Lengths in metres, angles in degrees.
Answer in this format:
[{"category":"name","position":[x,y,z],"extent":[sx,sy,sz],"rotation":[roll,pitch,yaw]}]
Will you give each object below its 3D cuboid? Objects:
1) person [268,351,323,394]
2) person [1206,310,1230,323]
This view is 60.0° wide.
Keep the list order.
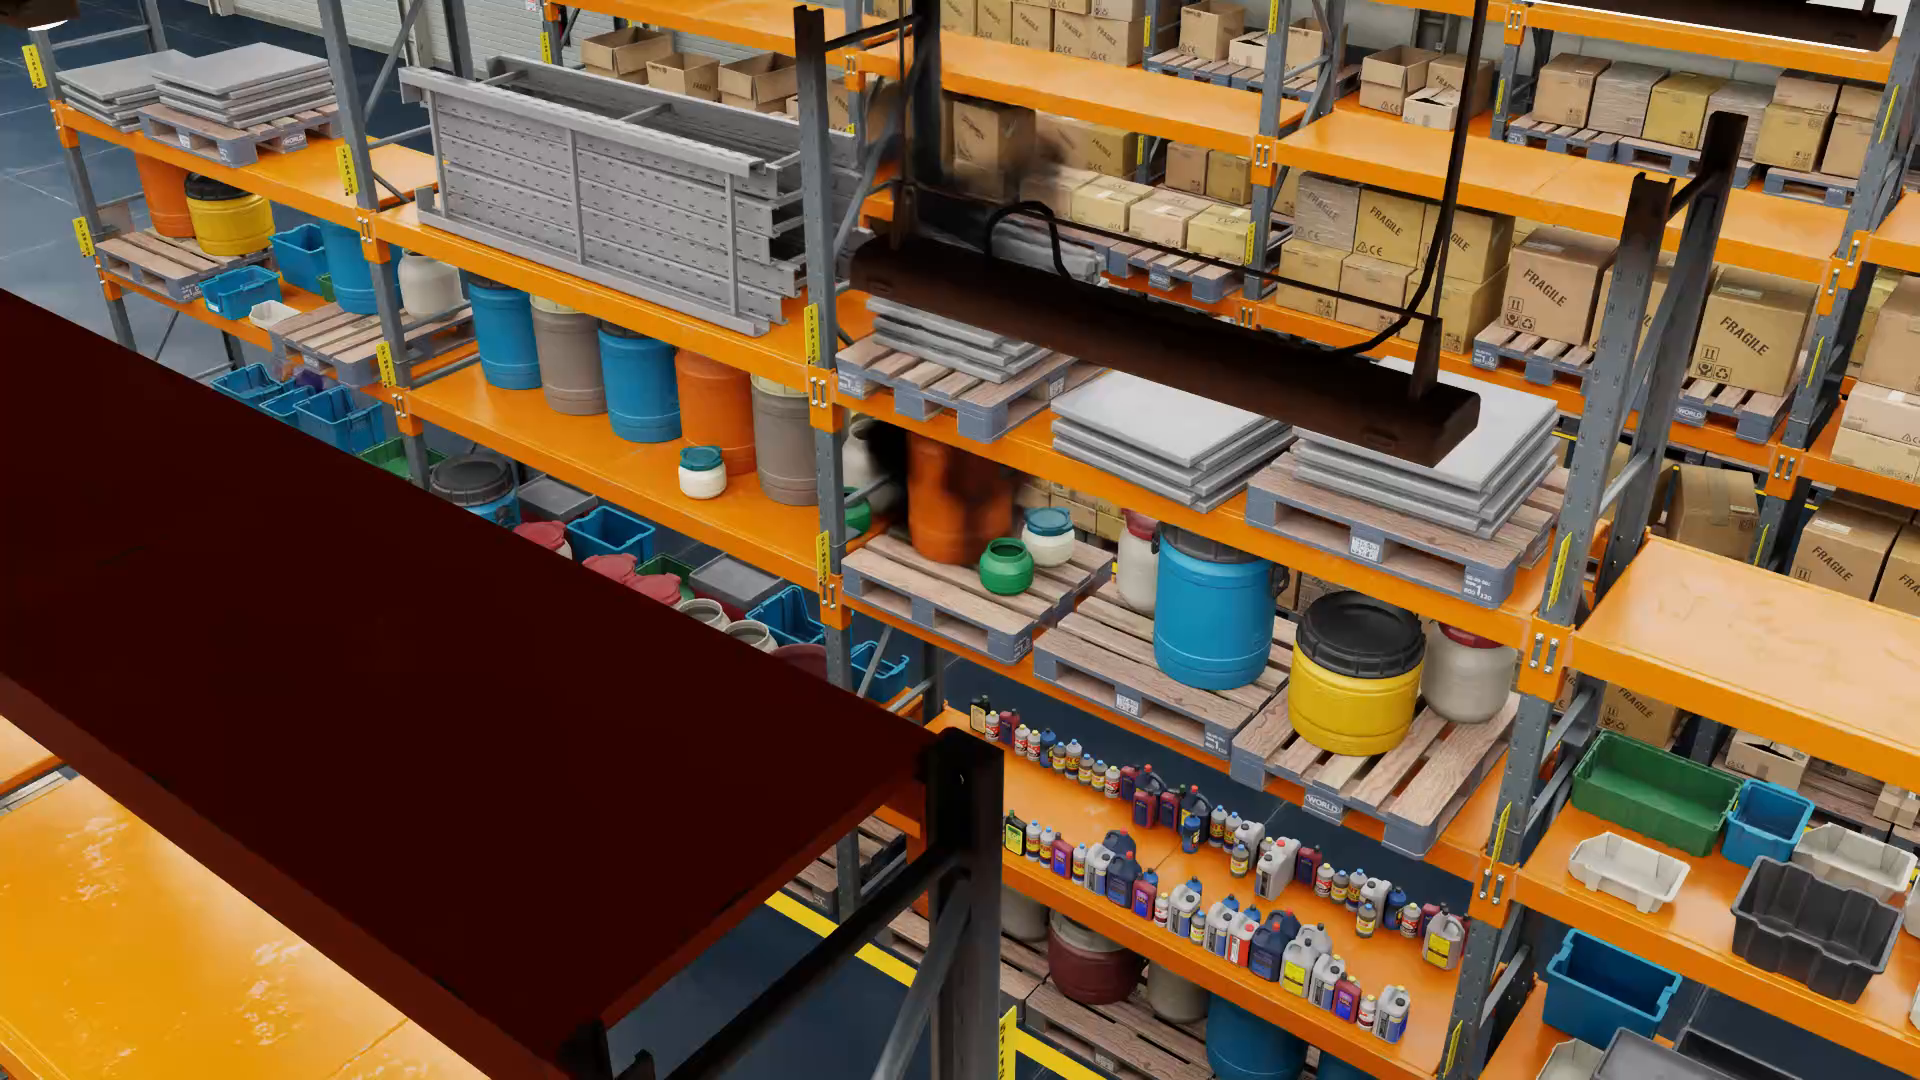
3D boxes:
[{"category":"person","position":[-6.366,-1.442,16.094],"extent":[0.818,1.656,0.668],"rotation":[6,32,9]},{"category":"person","position":[2.486,-1.643,16.346],"extent":[0.886,1.689,0.602],"rotation":[14,34,21]}]
